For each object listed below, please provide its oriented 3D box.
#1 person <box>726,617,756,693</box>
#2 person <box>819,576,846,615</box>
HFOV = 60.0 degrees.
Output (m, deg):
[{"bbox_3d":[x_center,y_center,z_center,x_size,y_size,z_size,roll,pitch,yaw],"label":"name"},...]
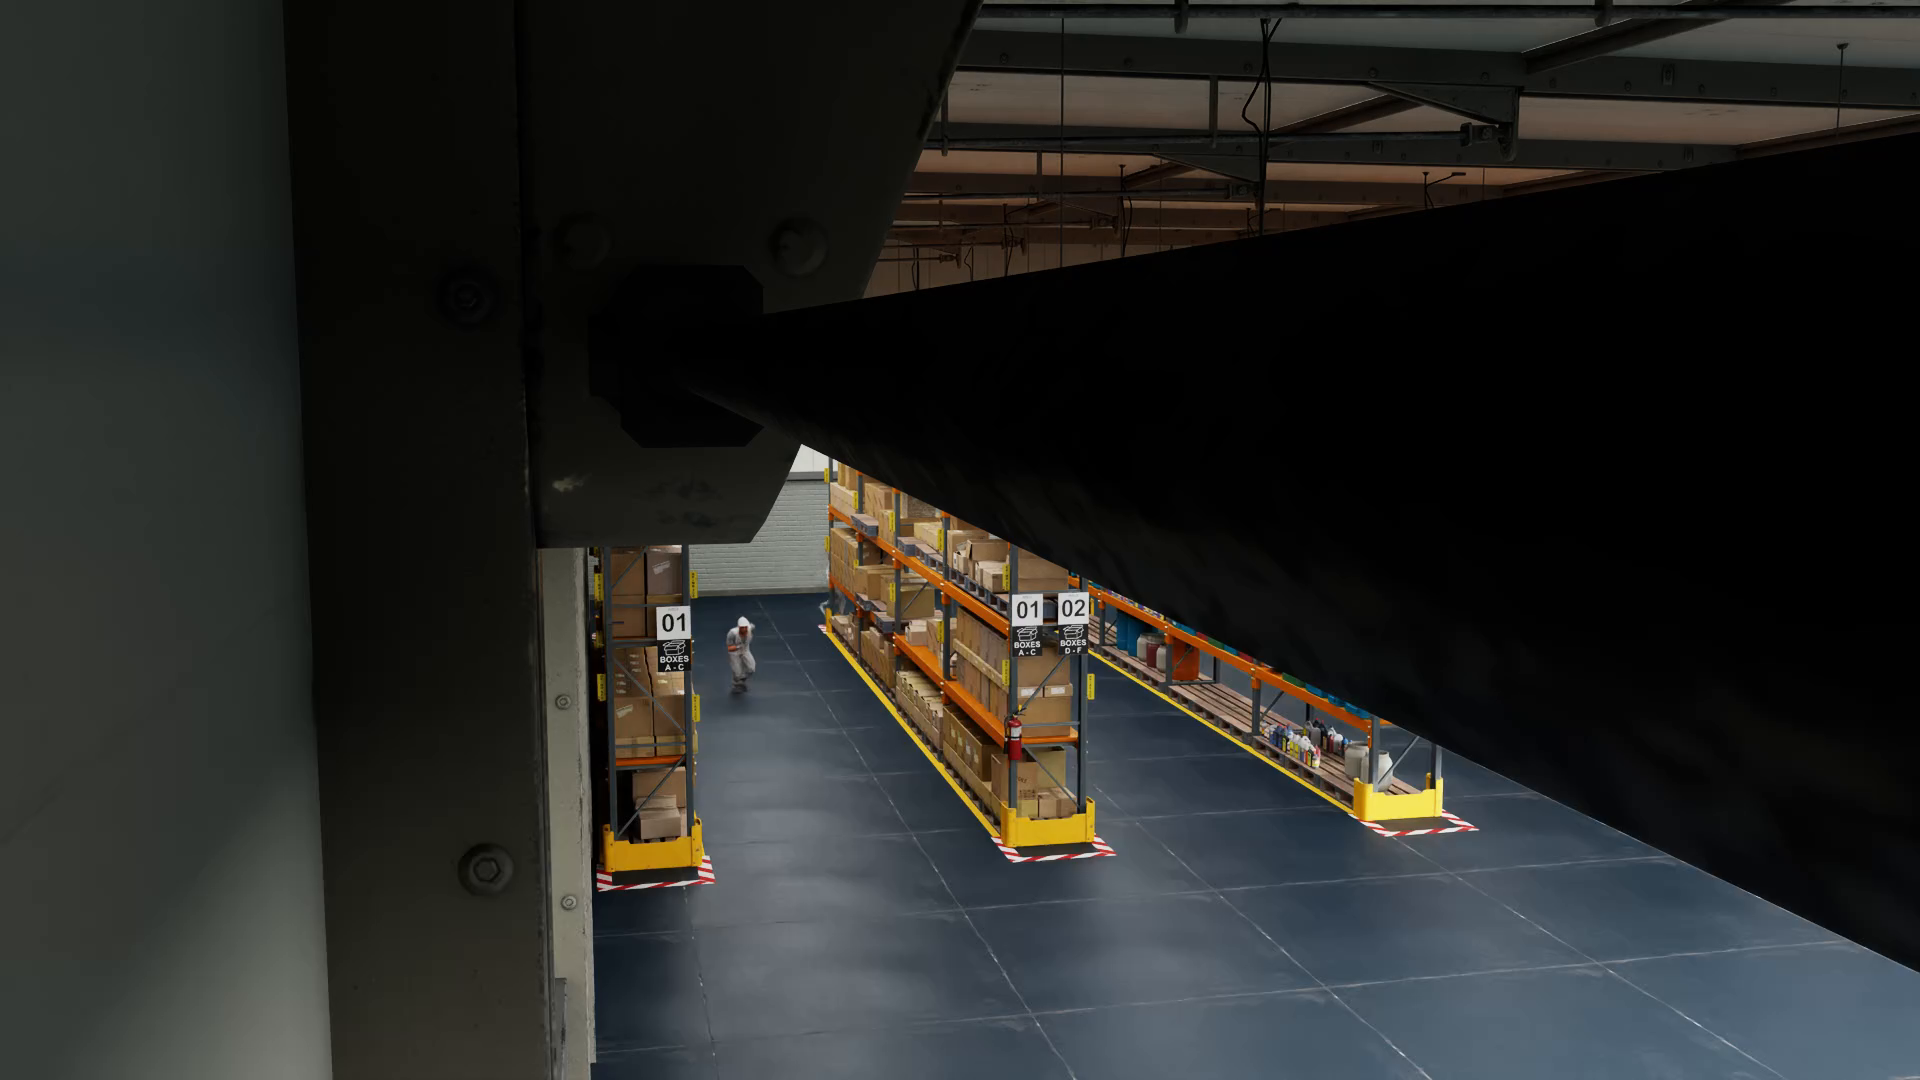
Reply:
[{"bbox_3d":[-3.899,2.055,29.730,0.698,1.481,0.979,-4,8,-30],"label":"person"},{"bbox_3d":[-2.848,1.078,37.743,0.720,1.564,0.557,0,7,1],"label":"person"}]
